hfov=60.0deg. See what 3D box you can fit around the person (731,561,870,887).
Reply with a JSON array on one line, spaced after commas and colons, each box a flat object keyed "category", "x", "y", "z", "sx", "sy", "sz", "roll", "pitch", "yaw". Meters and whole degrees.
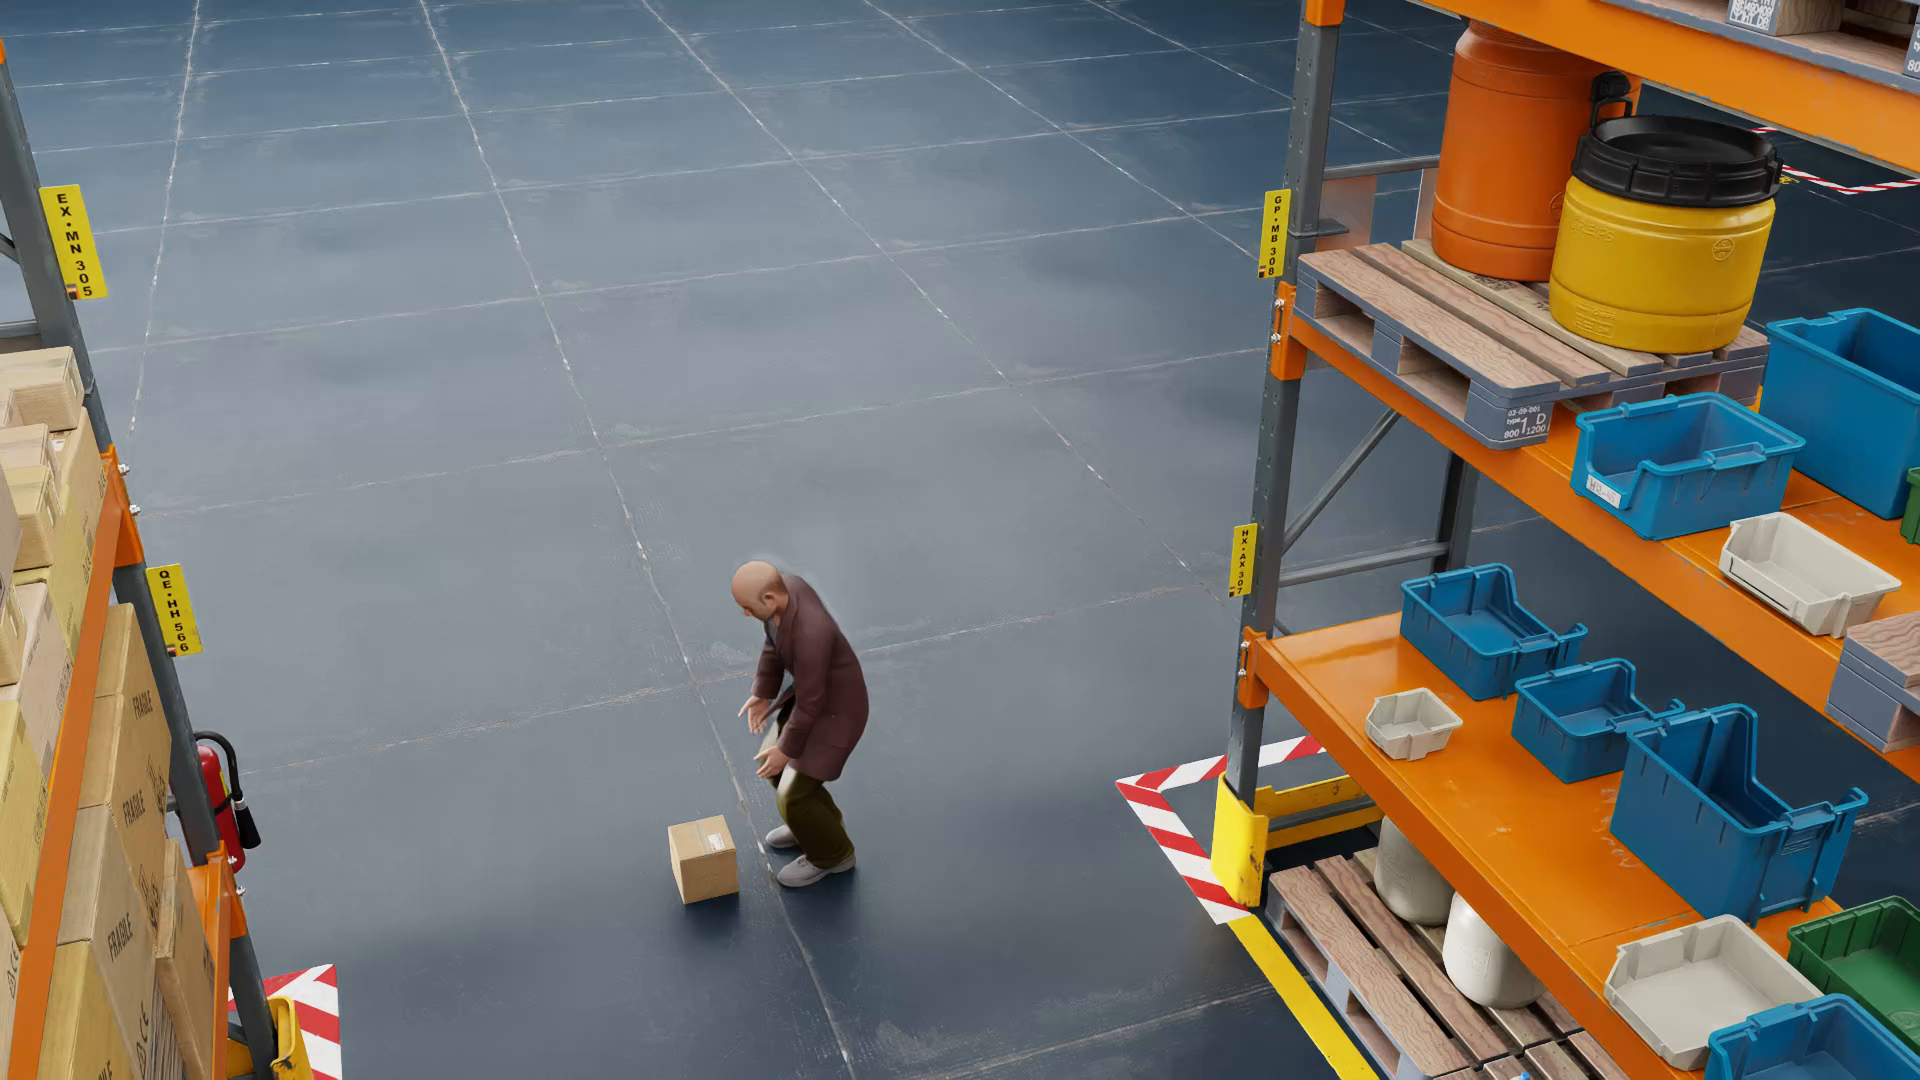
[{"category": "person", "x": -0.667, "y": 0.761, "z": 7.195, "sx": 0.564, "sy": 1.611, "sz": 0.620, "roll": -10, "pitch": 31, "yaw": -17}]
